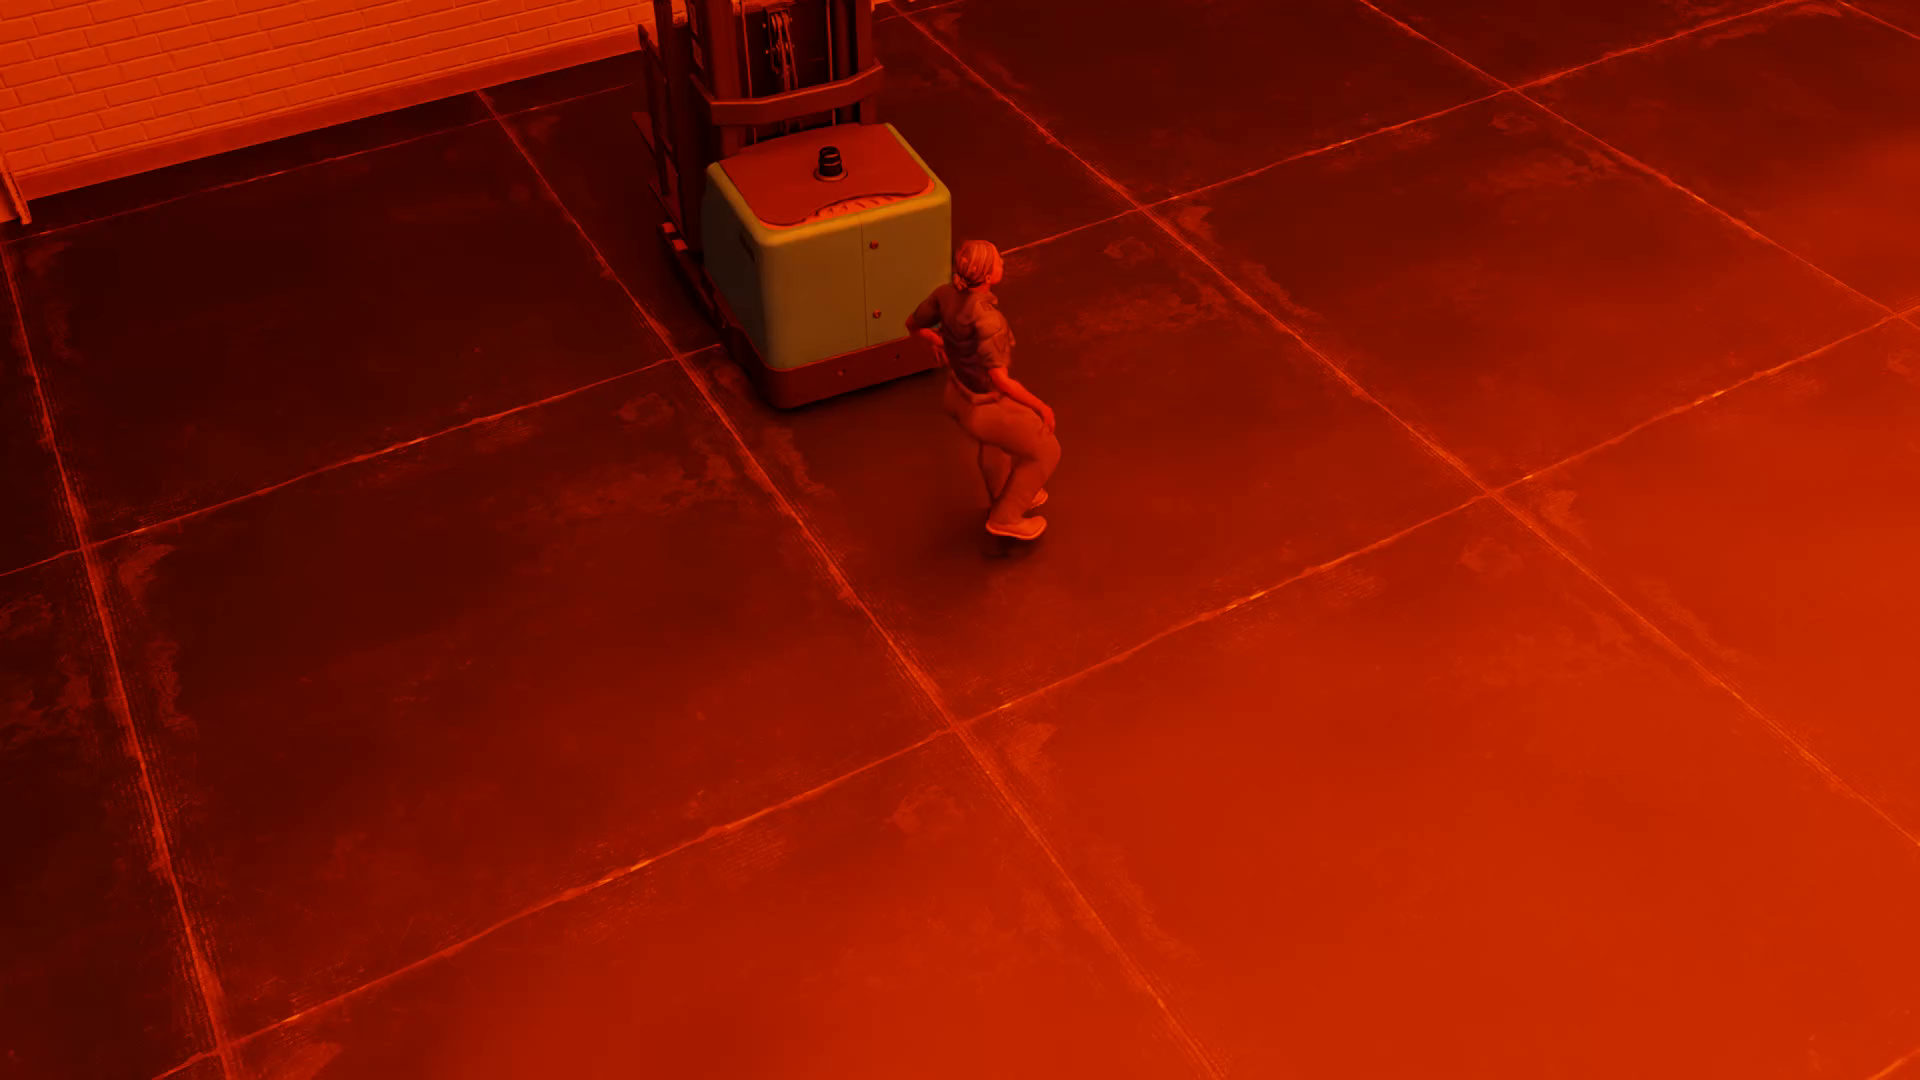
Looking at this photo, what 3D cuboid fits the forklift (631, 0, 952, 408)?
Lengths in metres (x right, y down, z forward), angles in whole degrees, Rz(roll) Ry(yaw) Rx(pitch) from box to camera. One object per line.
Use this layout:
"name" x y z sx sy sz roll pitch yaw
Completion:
"forklift" -1.110 -2.751 8.665 1.130 2.935 3.031 -18 46 -18

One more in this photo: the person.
"person" 0.186 -0.647 7.414 0.615 1.601 0.824 -21 47 -21
